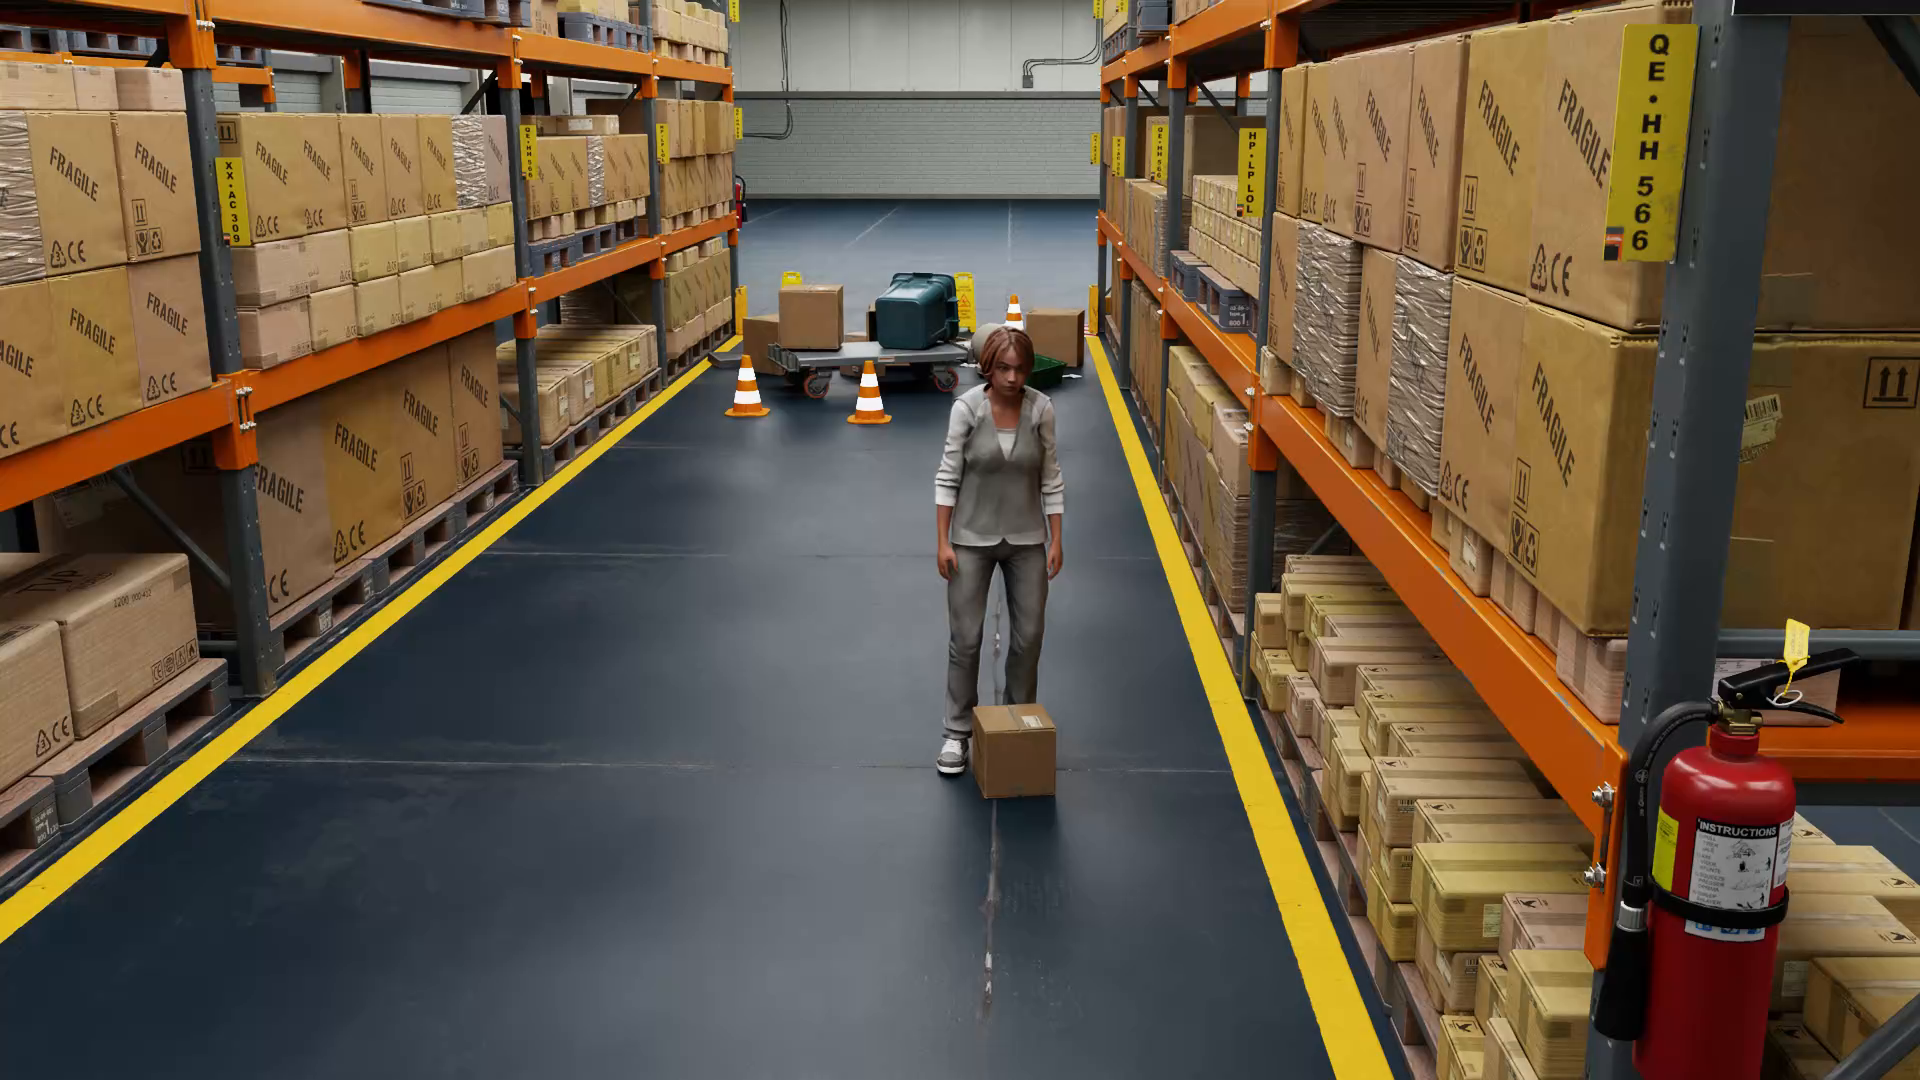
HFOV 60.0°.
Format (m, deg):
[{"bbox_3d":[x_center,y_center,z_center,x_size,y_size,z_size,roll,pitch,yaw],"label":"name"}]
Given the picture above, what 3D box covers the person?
[{"bbox_3d":[0.140,0.032,5.897,0.468,1.593,0.349,-2,14,-7],"label":"person"}]
